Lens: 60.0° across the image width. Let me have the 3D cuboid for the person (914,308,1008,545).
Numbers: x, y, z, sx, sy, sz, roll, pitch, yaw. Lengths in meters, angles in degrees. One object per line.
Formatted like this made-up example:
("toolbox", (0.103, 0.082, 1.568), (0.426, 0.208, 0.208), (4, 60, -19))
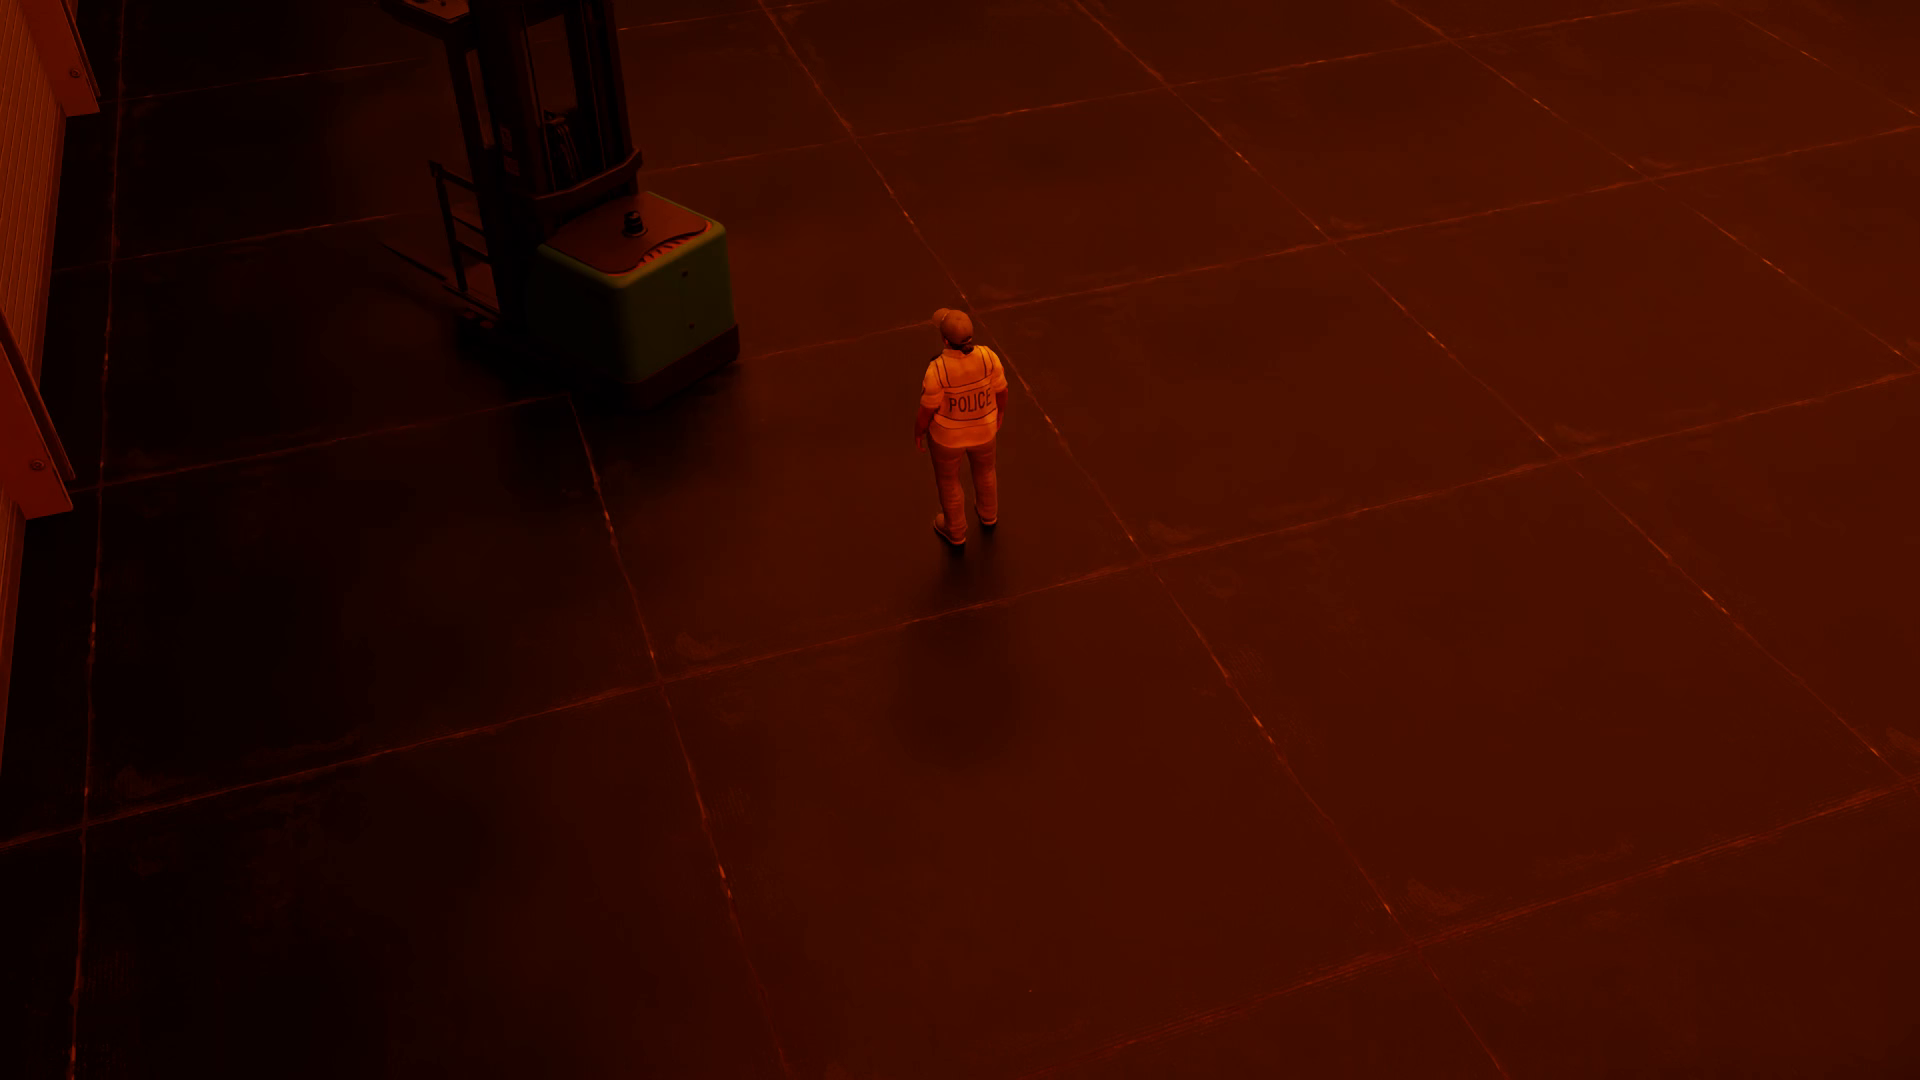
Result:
("person", (-0.004, -0.695, 9.797), (0.598, 1.670, 0.529), (-13, 42, -15))

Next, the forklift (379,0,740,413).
("forklift", (-3.016, -2.769, 11.294), (3.031, 2.935, 1.130), (28, 47, 29))
